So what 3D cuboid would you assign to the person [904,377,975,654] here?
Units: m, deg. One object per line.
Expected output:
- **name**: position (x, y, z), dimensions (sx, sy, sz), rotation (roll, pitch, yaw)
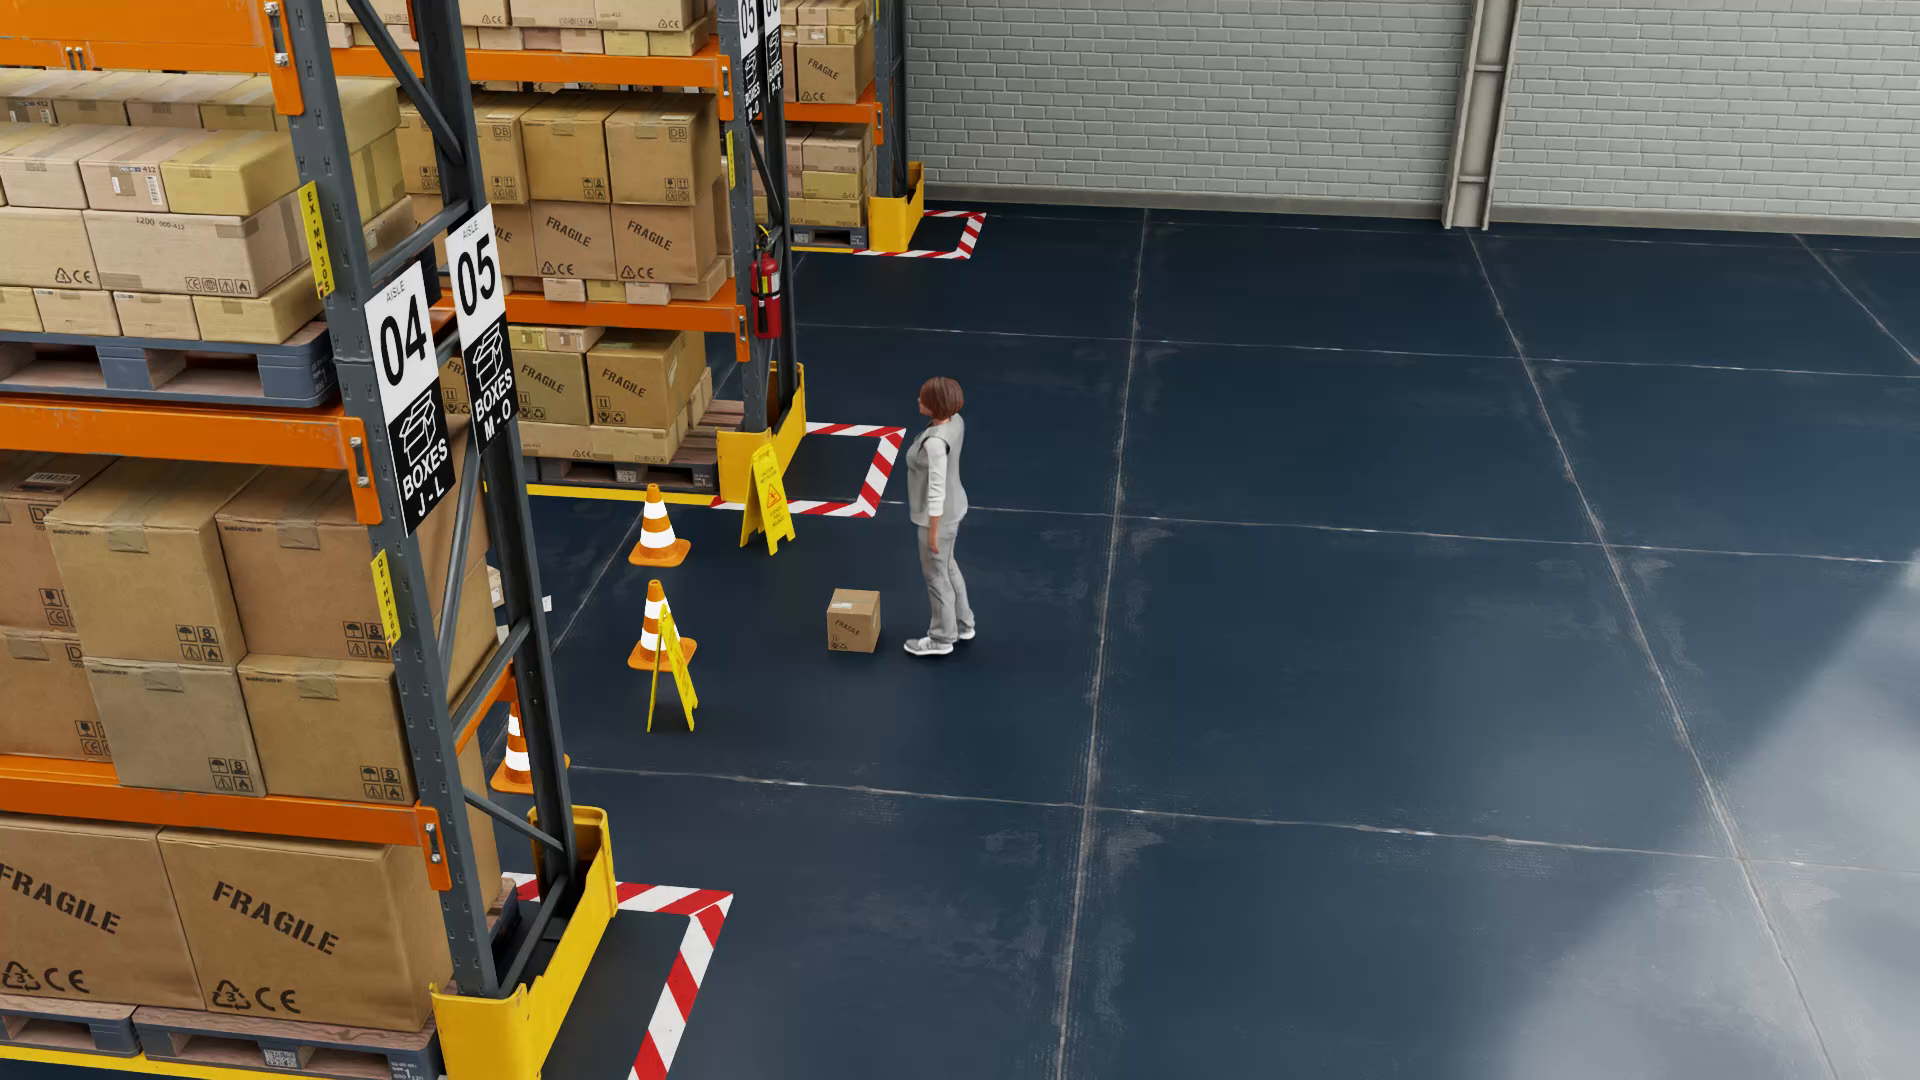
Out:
- **person**: position (-0.107, -0.128, 8.827), dimensions (0.359, 1.601, 0.441), rotation (7, 30, 13)
